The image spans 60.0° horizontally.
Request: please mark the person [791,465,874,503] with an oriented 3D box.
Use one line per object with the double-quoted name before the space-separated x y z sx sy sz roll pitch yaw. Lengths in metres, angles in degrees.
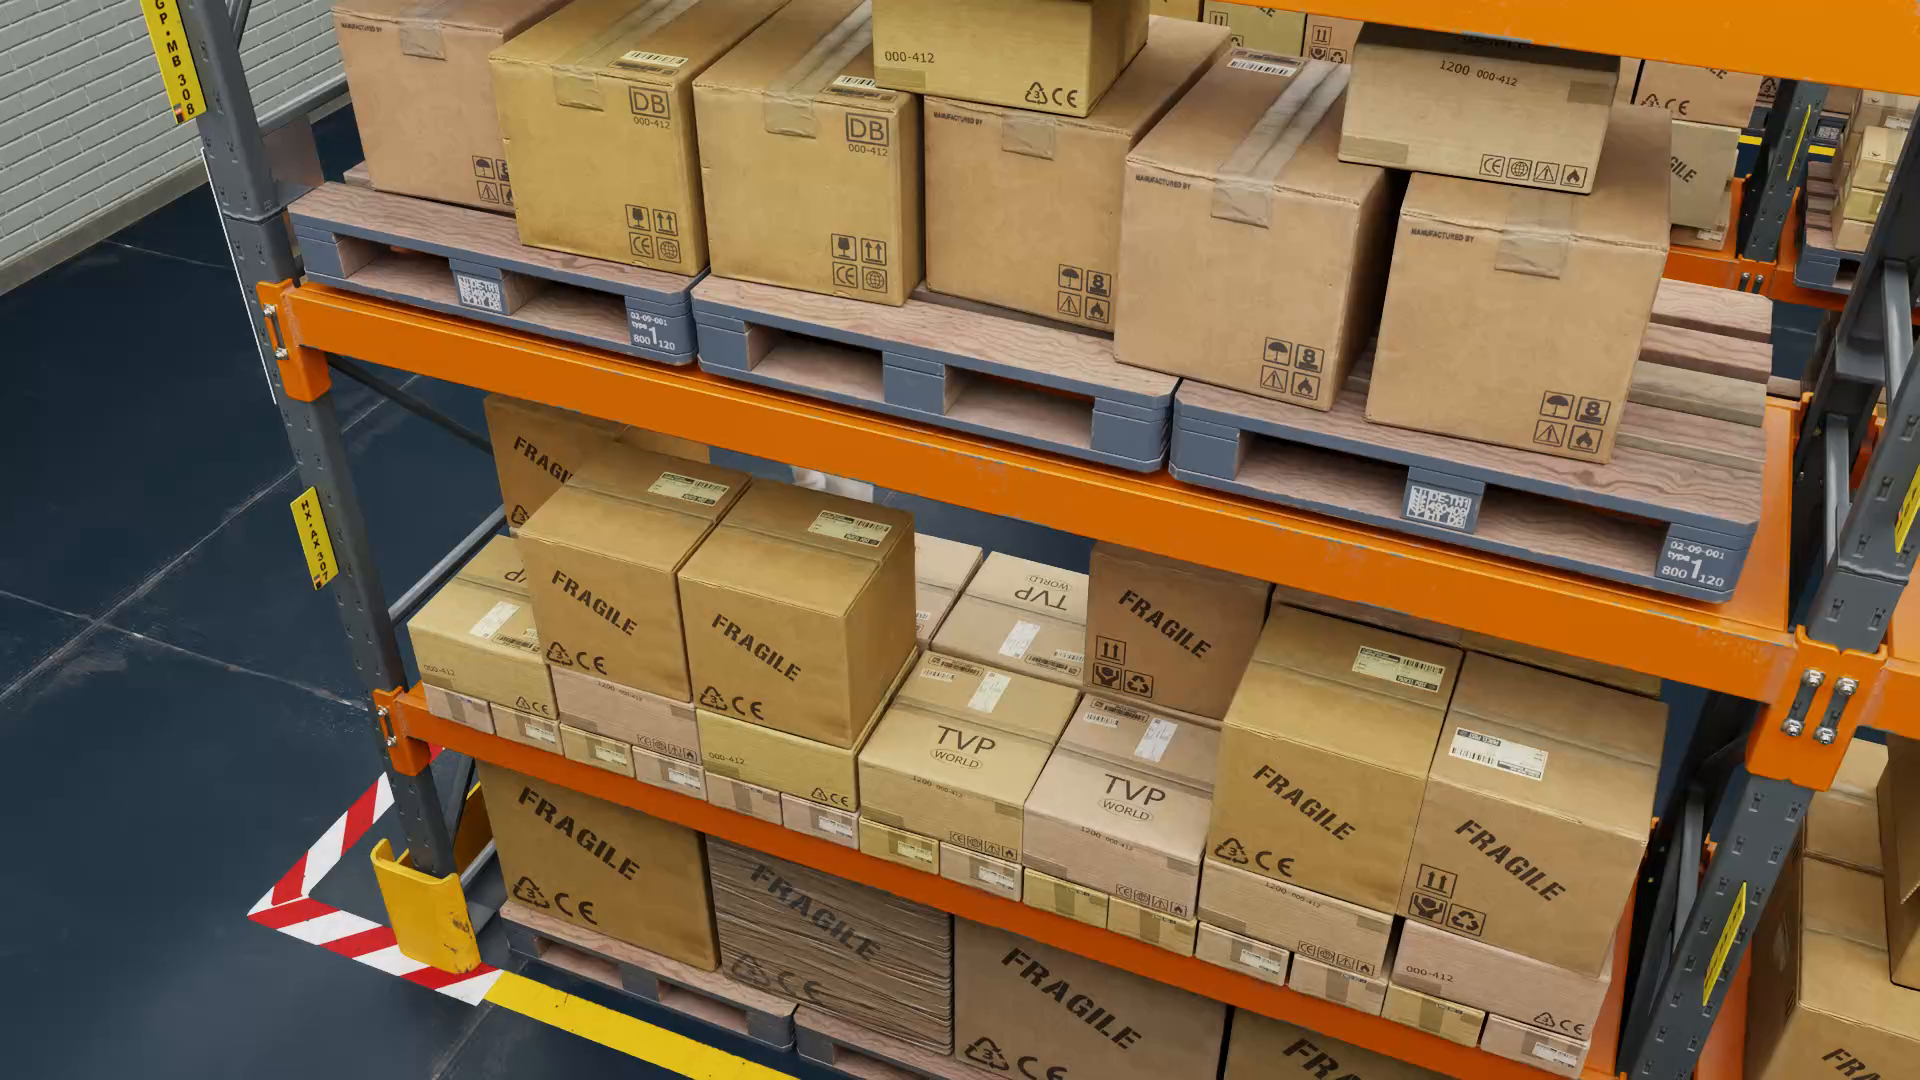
"person" -0.575 -0.152 7.036 0.428 1.773 0.640 13 39 16
